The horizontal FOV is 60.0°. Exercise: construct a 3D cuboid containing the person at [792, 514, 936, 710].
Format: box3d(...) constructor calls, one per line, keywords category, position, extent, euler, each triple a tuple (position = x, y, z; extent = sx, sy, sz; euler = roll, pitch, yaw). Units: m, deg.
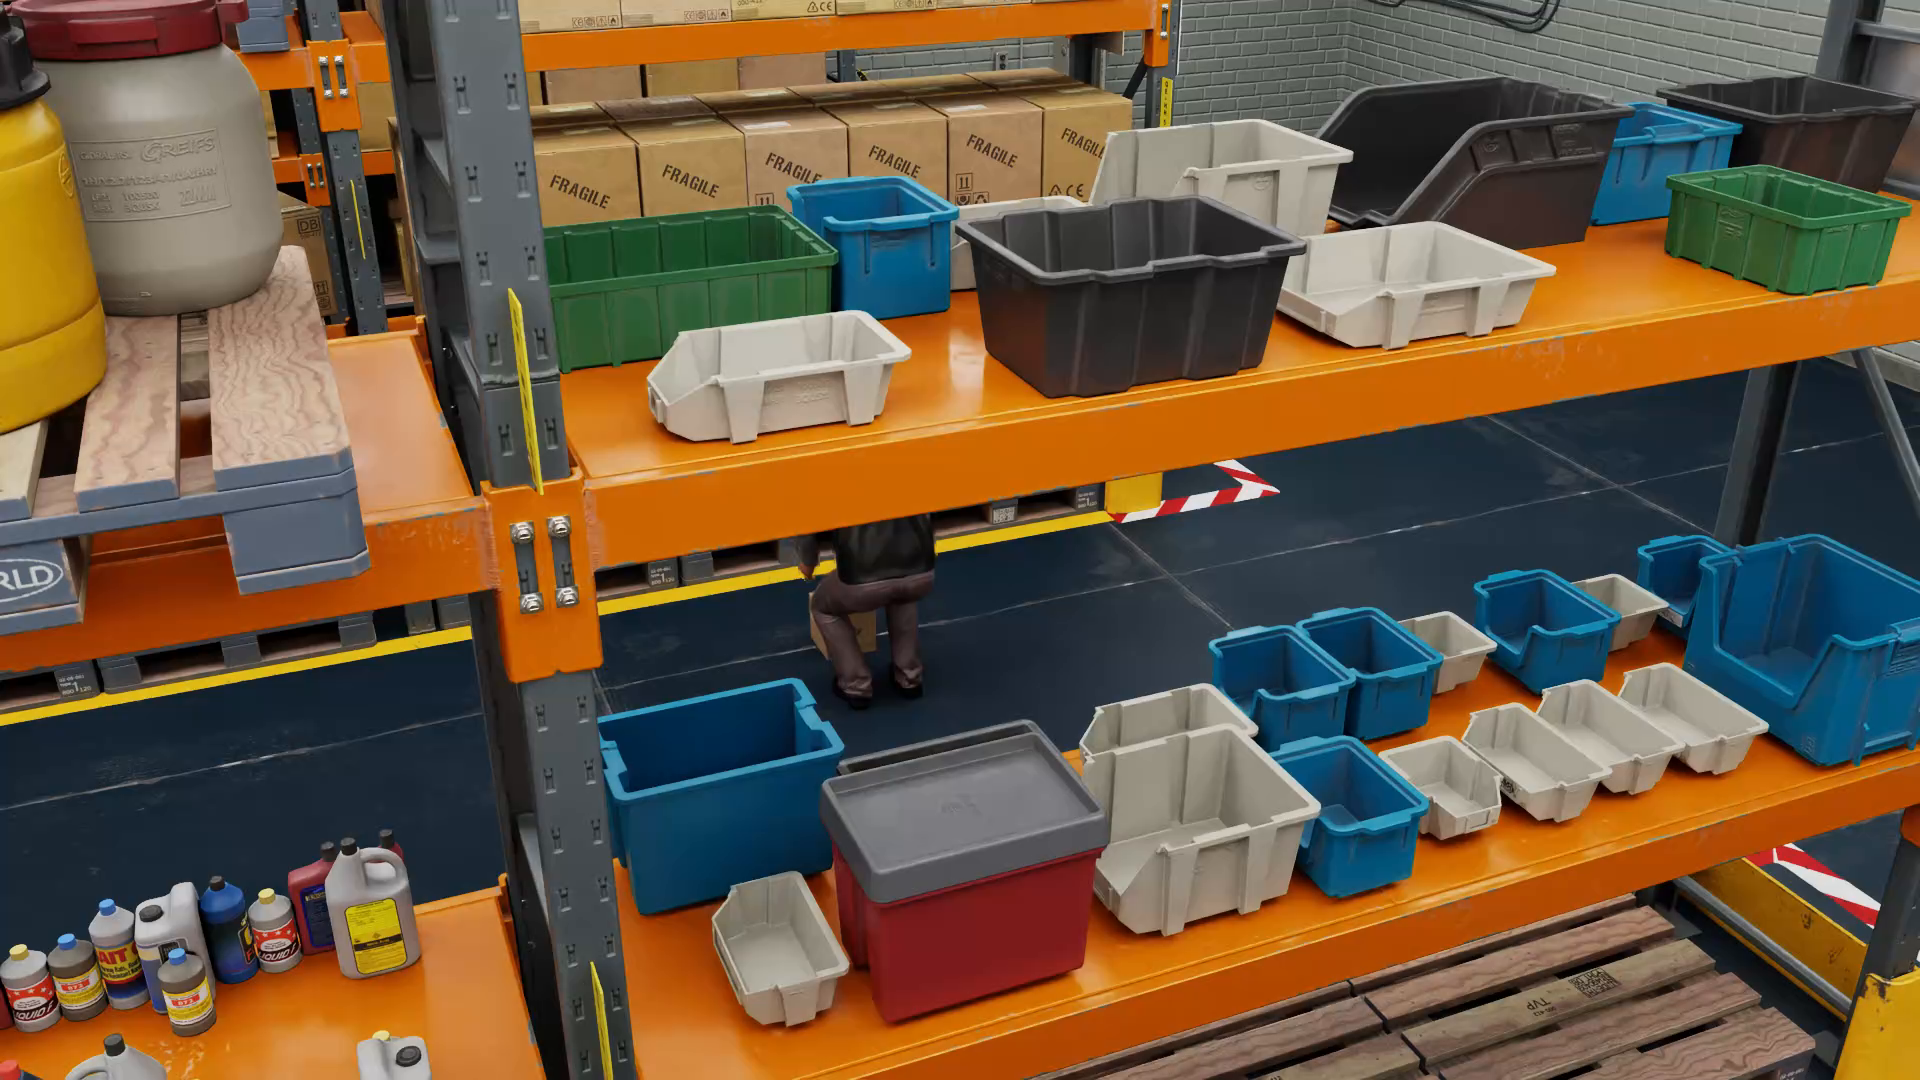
box3d(category="person", position=(-0.436, 0.091, 7.431), extent=(0.589, 1.309, 0.757), euler=(-10, 28, -21))
